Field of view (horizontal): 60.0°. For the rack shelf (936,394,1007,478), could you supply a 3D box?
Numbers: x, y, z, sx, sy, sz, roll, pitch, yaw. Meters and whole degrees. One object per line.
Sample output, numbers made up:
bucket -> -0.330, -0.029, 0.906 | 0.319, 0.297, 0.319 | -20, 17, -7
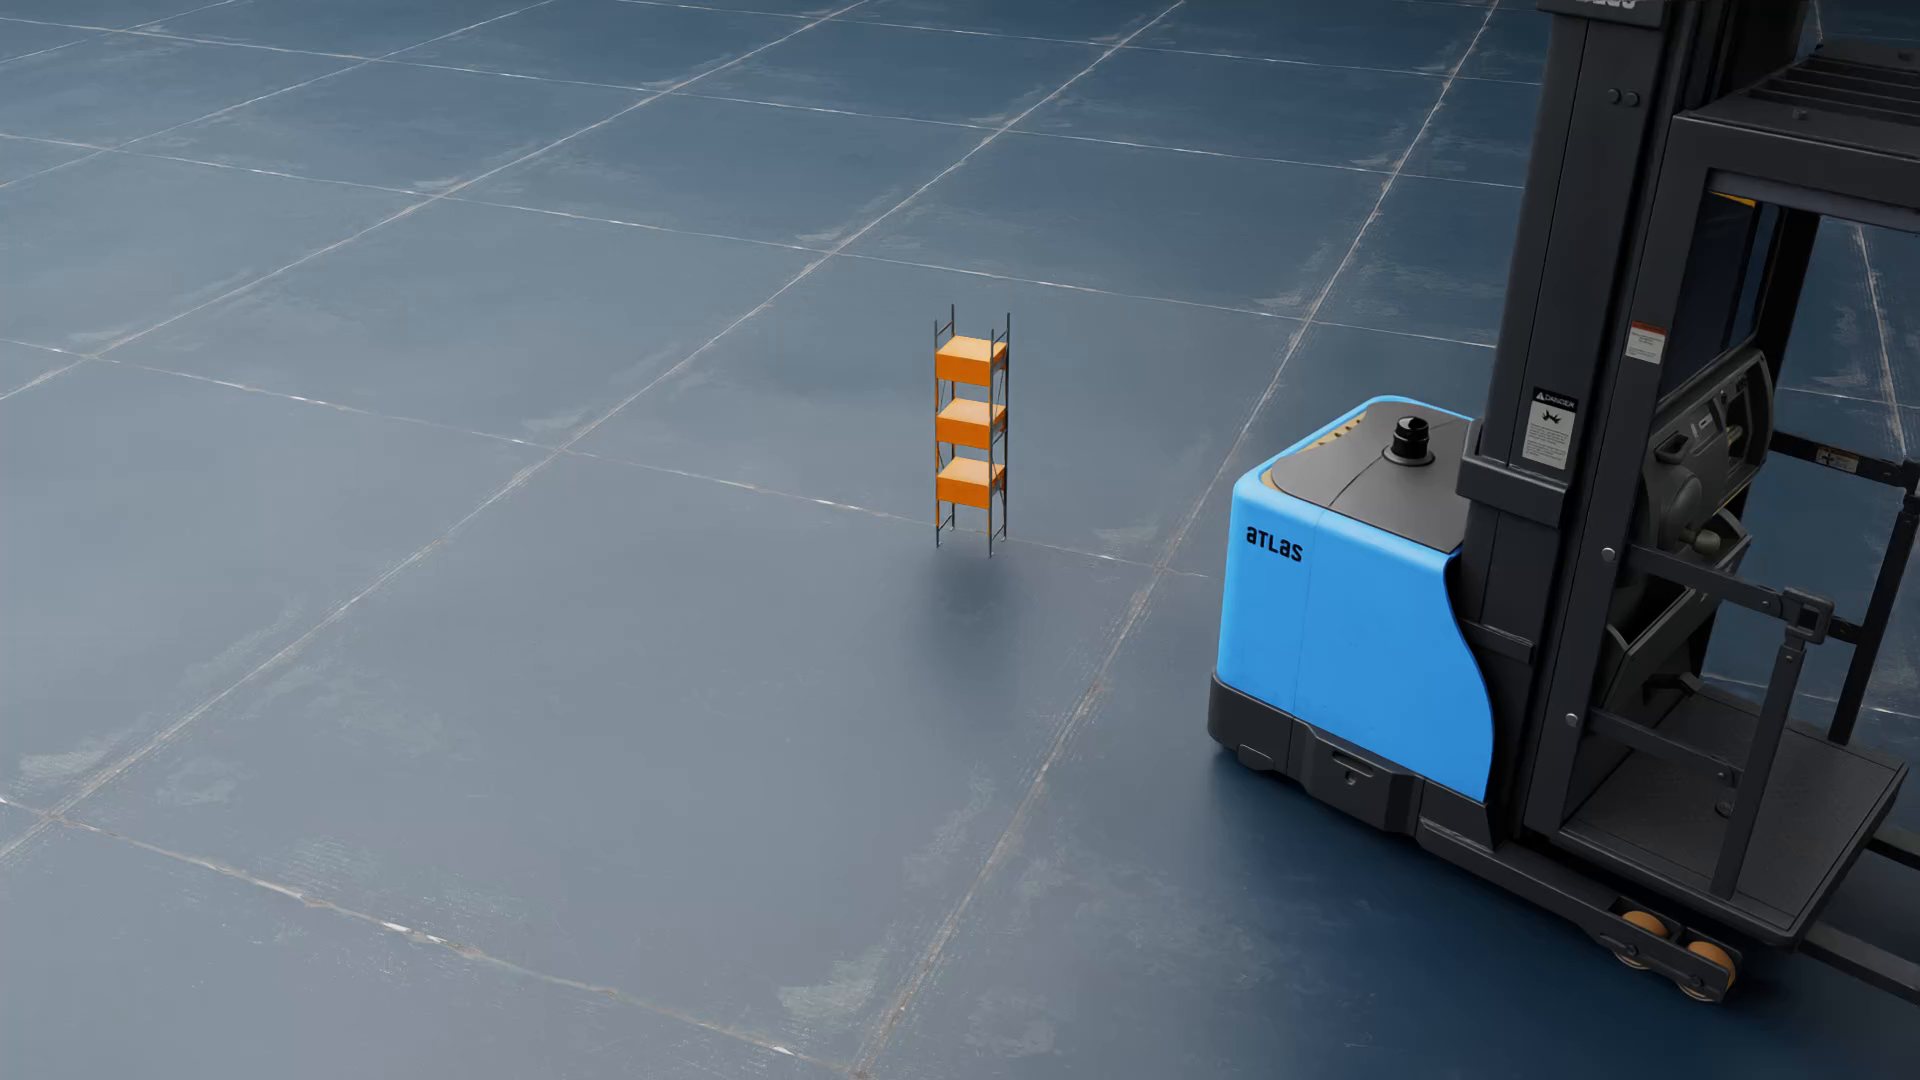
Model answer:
rack shelf -> 0.050, -0.438, 6.979 | 0.240, 0.259, 0.215 | 11, 31, 19

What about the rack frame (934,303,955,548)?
rack frame -> -0.063, -0.470, 7.014 | 0.008, 1.050, 0.200 | 11, 31, 19

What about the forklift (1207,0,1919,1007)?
forklift -> 2.305, -0.222, 4.664 | 3.031, 2.935, 1.130 | 24, 37, 36

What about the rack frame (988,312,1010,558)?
rack frame -> 0.163, -0.425, 6.934 | 0.008, 1.050, 0.200 | 11, 31, 19

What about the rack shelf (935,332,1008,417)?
rack shelf -> 0.050, -0.685, 6.840 | 0.240, 0.259, 0.215 | 11, 31, 19

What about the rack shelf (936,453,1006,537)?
rack shelf -> 0.050, -0.196, 7.116 | 0.240, 0.259, 0.215 | 11, 31, 19

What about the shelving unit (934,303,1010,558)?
shelving unit -> 0.050, -0.447, 6.974 | 0.252, 1.050, 0.215 | 11, 31, 19
